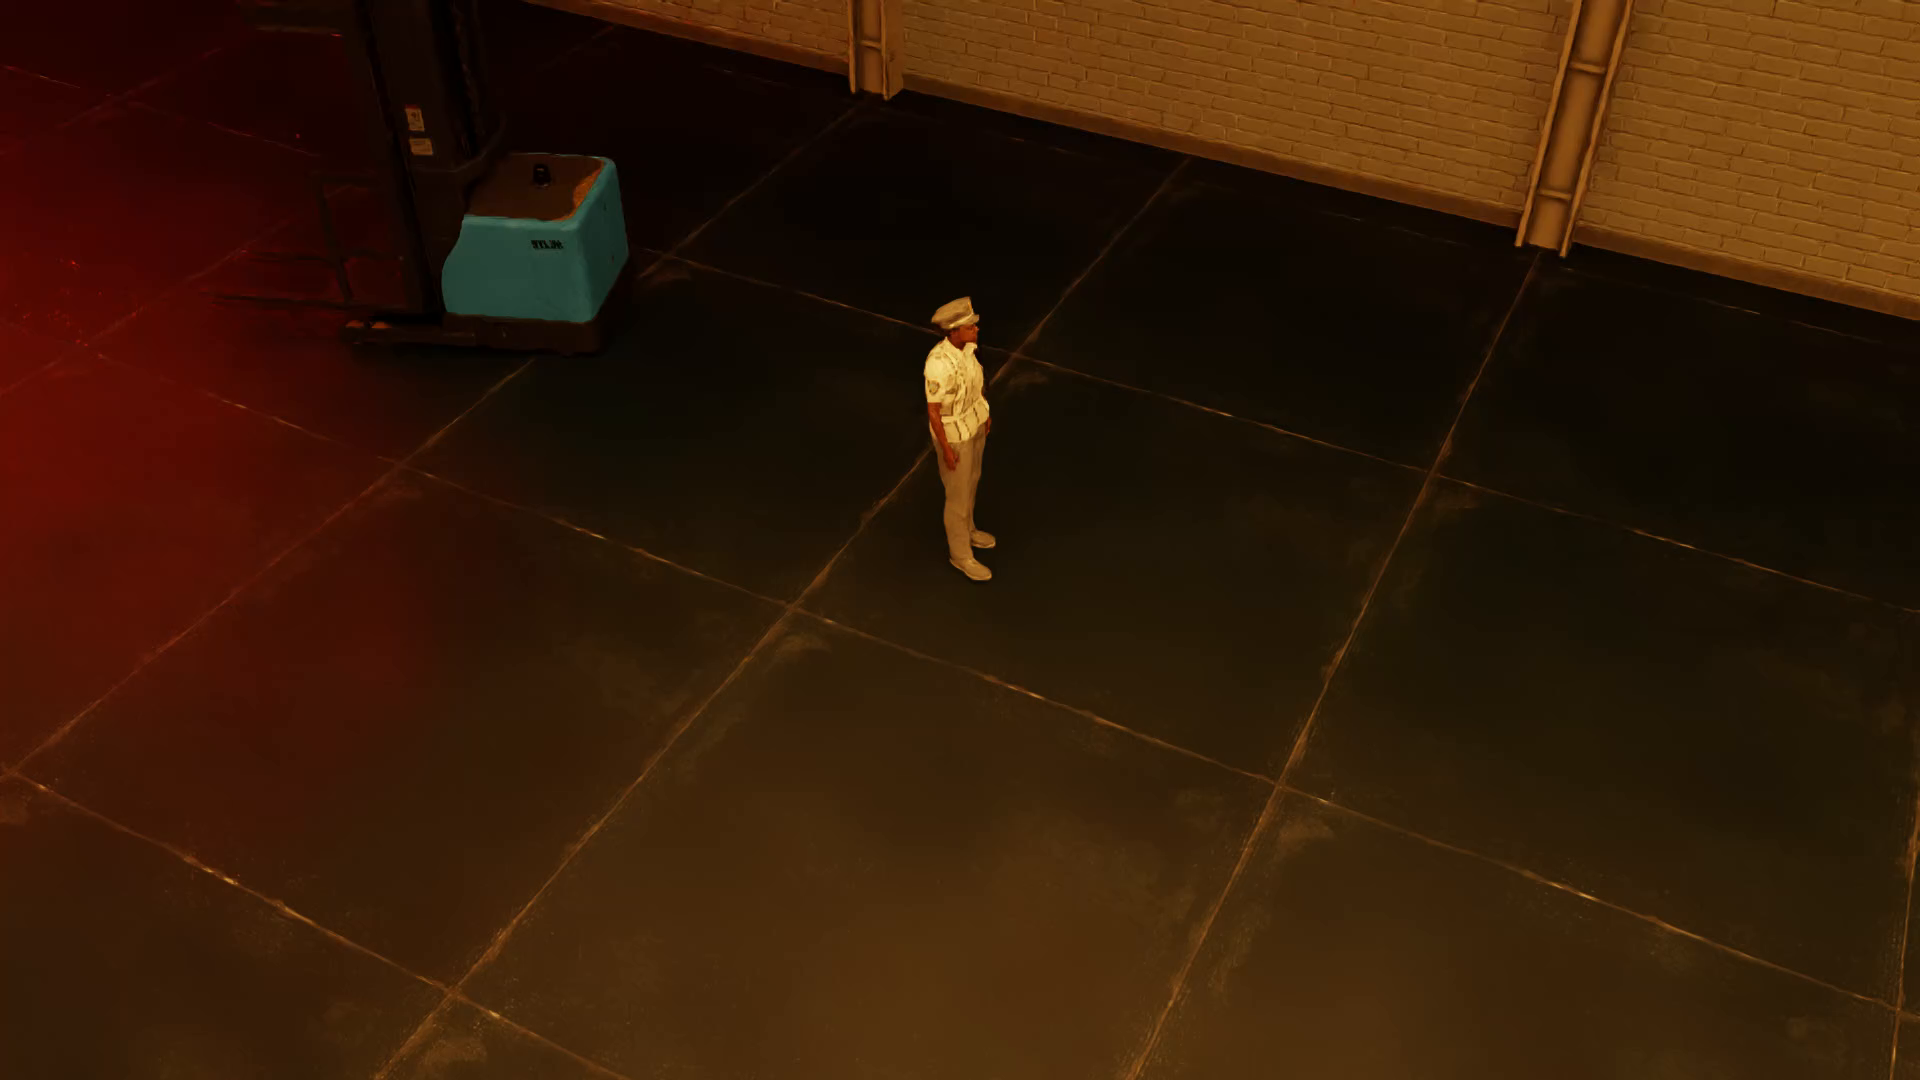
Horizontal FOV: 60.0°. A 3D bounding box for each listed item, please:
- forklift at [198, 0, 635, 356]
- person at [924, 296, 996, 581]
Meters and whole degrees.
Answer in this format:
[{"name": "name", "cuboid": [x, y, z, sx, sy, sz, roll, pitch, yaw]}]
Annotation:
[{"name": "forklift", "cuboid": [-3.986, -2.843, 11.362, 3.031, 2.935, 1.130, 5, 40, 6]}, {"name": "person", "cuboid": [0.058, -0.621, 9.671, 0.529, 1.695, 0.570, 18, 43, 21]}]
